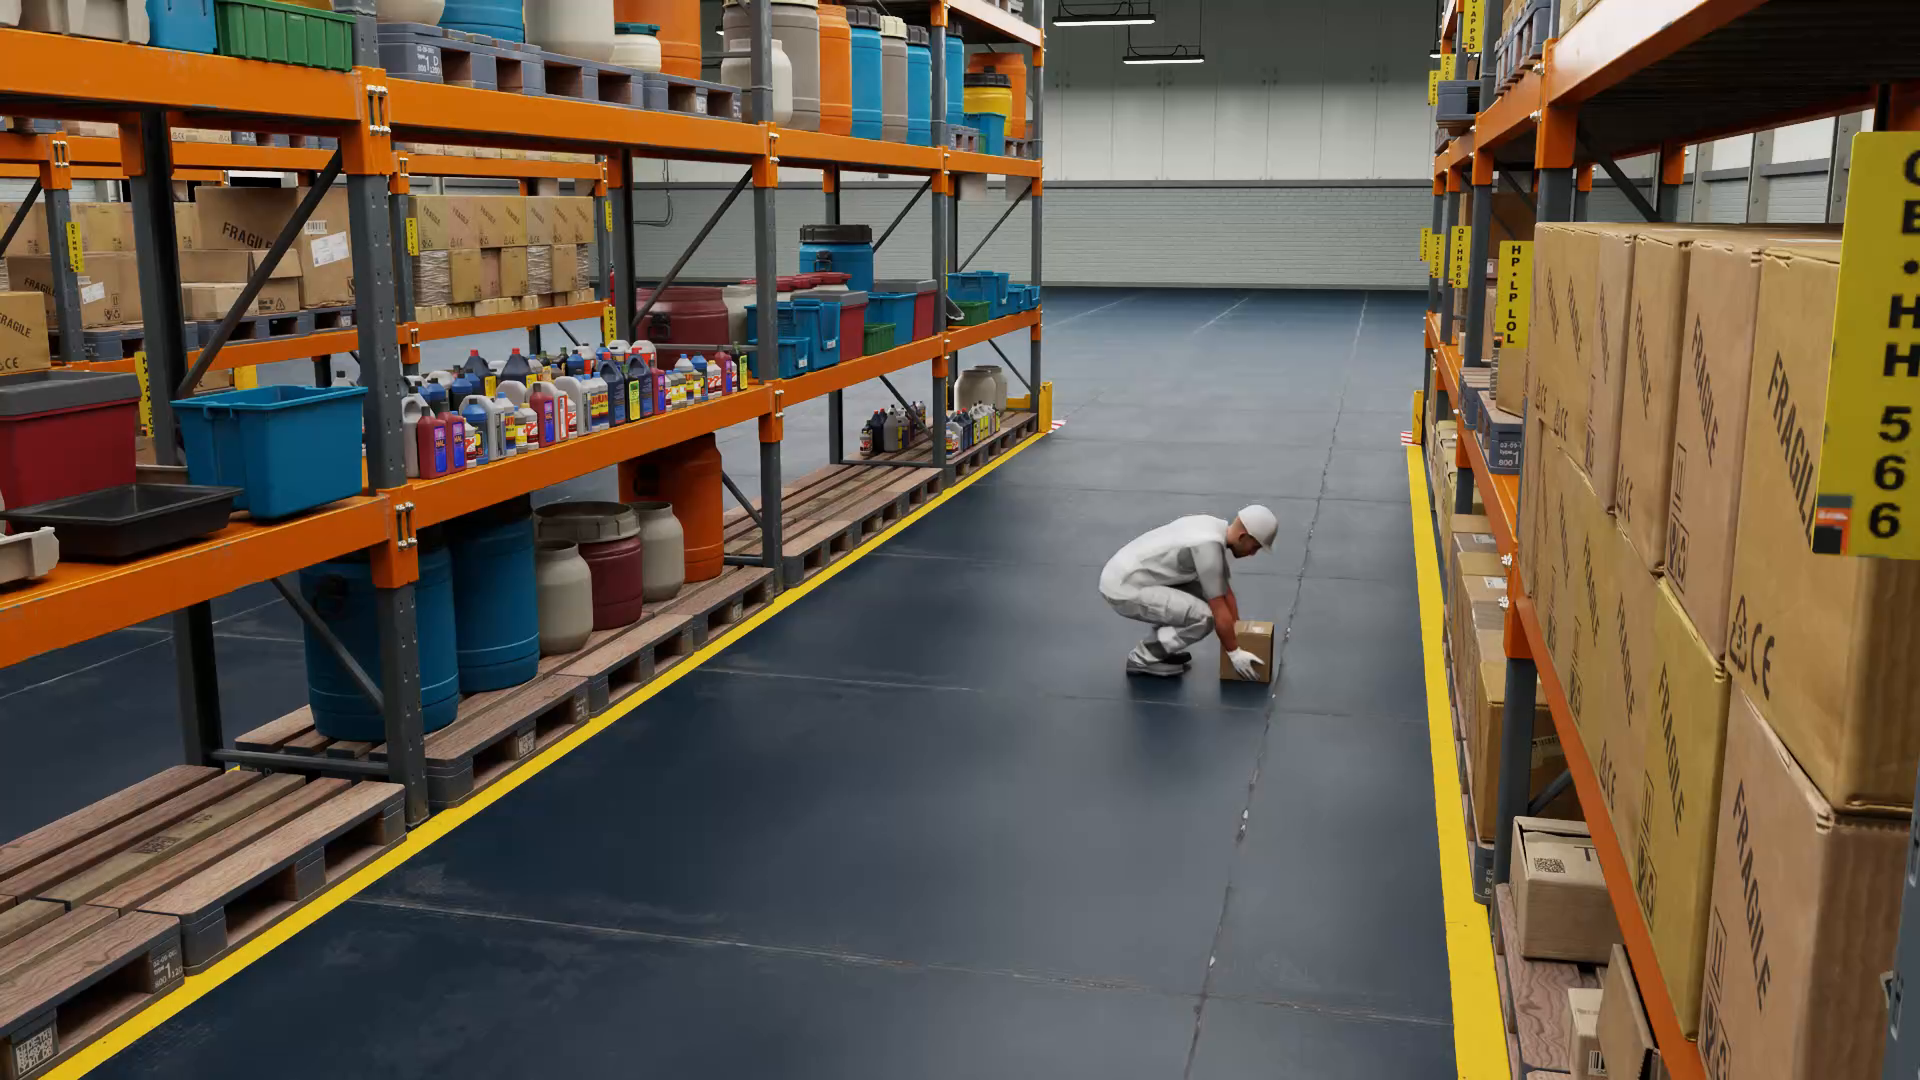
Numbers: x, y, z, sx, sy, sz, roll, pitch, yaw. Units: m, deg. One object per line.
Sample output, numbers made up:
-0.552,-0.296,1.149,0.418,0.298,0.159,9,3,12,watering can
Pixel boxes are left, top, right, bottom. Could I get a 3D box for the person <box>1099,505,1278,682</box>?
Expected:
1.163,0.248,8.511,0.889,0.879,0.562,3,12,14,person
